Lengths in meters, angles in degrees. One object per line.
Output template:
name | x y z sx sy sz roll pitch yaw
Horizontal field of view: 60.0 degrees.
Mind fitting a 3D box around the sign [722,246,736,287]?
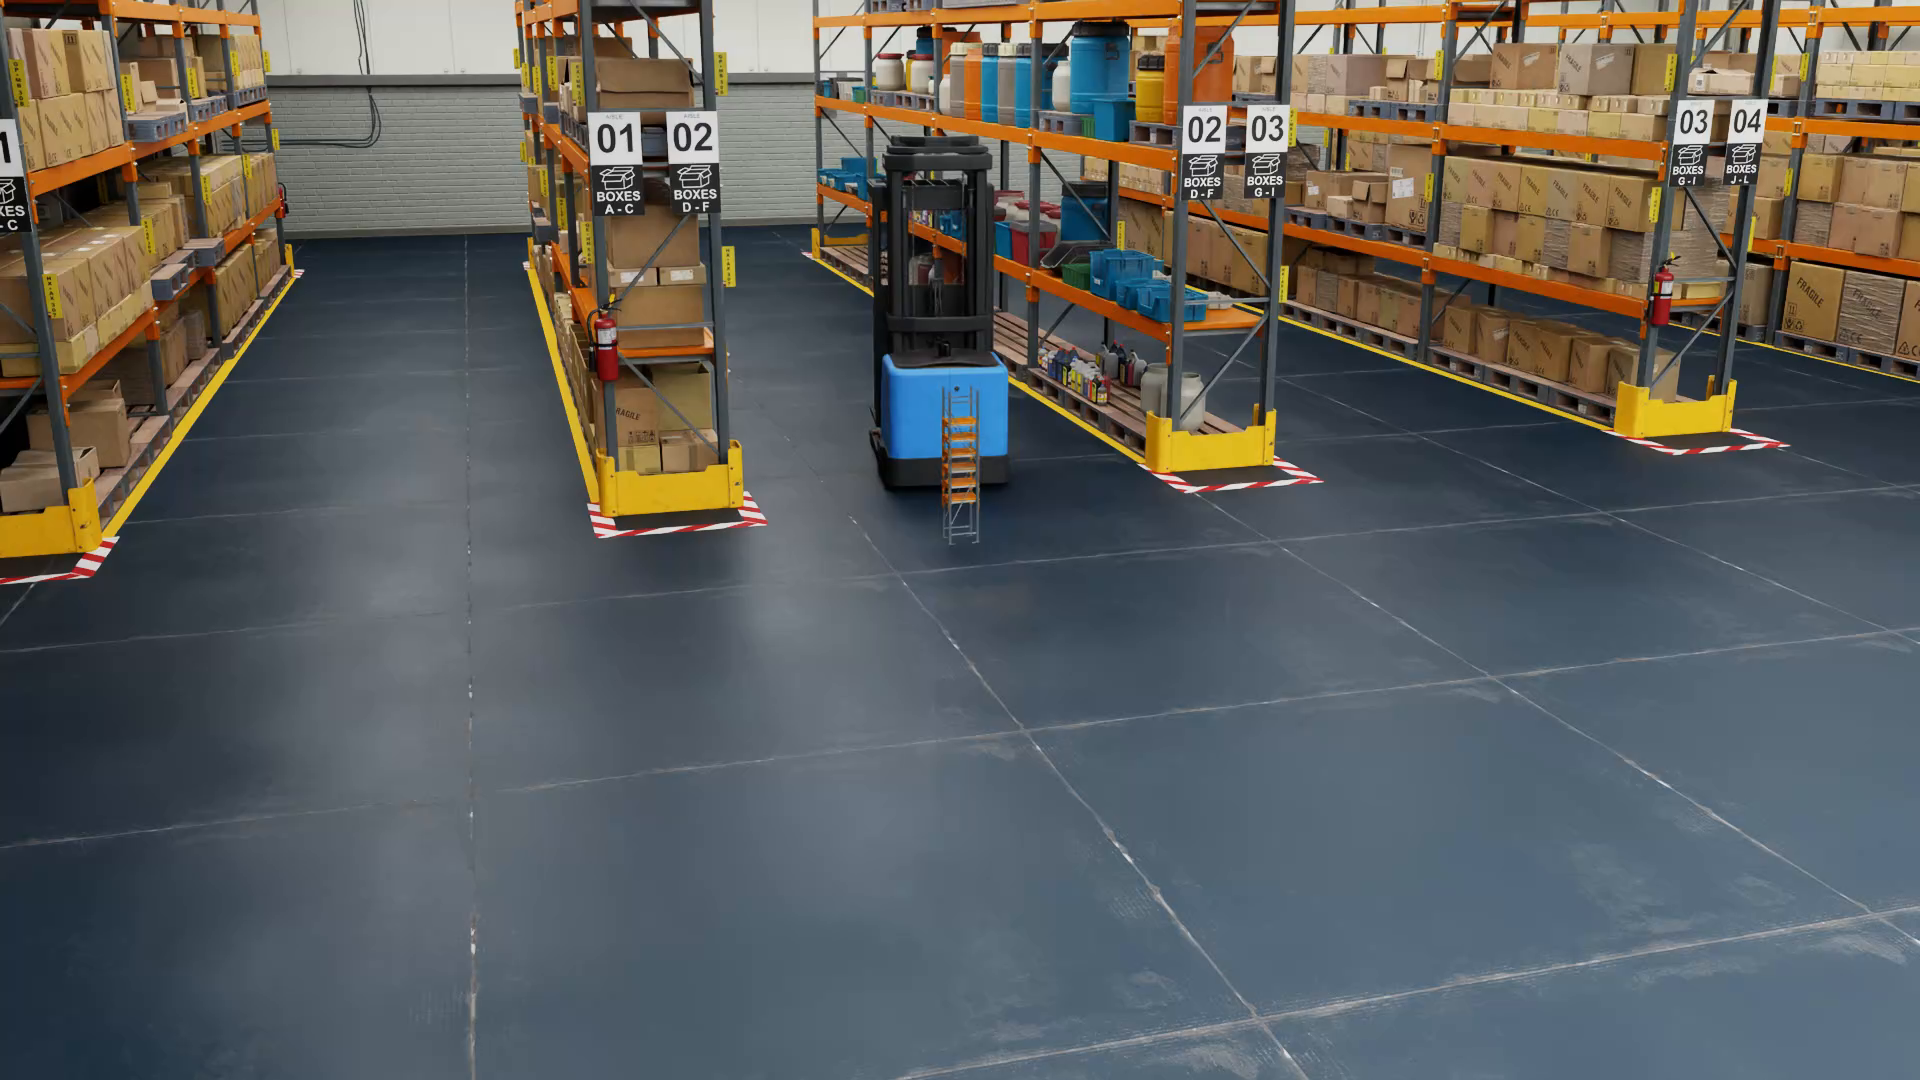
sign | -1.875 -2.216 13.474 0.100 0.325 0.005 -5 17 -15

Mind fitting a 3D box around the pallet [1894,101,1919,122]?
pallet | 11.360 -4.804 18.673 1.003 0.211 1.213 -5 17 -15

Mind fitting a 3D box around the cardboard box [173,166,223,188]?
cardboard box | -9.537 -4.533 20.801 0.500 0.250 0.500 -5 17 -15

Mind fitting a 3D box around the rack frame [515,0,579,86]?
rack frame | -6.807 -9.020 27.340 1.000 3.000 0.127 -5 17 -15

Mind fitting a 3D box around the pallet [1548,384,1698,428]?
pallet | 6.905 -1.417 17.302 1.003 0.211 1.213 -5 17 -15

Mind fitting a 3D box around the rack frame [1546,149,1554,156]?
rack frame | 12.247 -7.713 33.415 1.000 3.000 0.127 -5 17 -15

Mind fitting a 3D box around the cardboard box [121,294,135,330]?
cardboard box | -7.568 -1.990 14.588 0.500 0.250 0.500 -5 17 -16

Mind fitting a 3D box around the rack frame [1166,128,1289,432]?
rack frame | 2.353 -2.112 14.769 1.000 3.000 0.127 -5 17 -15

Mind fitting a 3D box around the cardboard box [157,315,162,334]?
cardboard box | -8.761 -2.275 17.590 0.500 0.250 0.500 -5 17 -17

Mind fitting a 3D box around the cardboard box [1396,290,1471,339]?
cardboard box | 5.868 -2.795 20.624 0.700 0.500 0.500 -6 18 -20

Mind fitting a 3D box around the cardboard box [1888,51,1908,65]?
cardboard box | 10.868 -5.512 19.021 0.380 0.149 0.250 -5 17 -15

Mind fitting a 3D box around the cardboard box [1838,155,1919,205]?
cardboard box | 11.144 -4.316 19.967 0.875 0.550 0.550 -5 17 -15

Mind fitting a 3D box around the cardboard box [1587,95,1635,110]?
cardboard box | 6.560 -4.406 16.758 0.380 0.149 0.250 -4 17 -15

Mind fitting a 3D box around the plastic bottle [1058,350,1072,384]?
plastic bottle | 1.129 -1.852 17.744 0.144 0.351 0.185 -5 18 -18

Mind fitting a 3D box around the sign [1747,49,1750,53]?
sign | 13.865 -8.487 29.332 0.100 0.325 0.005 -5 17 -15

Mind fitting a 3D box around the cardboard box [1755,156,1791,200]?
cardboard box | 10.671 -4.638 21.266 0.700 0.500 0.500 -5 17 -16

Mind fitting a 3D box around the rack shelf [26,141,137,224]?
rack shelf | -7.722 -2.974 13.676 1.077 0.370 4.000 -5 17 -15

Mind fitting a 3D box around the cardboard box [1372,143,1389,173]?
cardboard box | 7.813 -6.915 30.067 0.500 0.500 0.500 -5 17 -17

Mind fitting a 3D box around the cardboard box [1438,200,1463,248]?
cardboard box | 6.080 -3.671 19.269 0.875 0.500 0.500 -5 17 -15

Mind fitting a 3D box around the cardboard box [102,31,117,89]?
cardboard box | -7.873 -4.291 14.863 0.500 0.500 0.500 -6 18 -20

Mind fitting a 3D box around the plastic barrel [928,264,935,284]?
plastic barrel | -0.237 -3.618 23.376 0.421 0.512 0.421 0 17 0

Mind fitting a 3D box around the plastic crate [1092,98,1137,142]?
plastic crate | 1.540 -4.045 16.017 0.392 0.384 0.575 -5 17 -15

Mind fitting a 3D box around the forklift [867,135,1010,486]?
forklift | -0.270 -2.241 15.317 1.130 2.935 3.031 -2 17 -7

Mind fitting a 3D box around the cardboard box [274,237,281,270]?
cardboard box | -11.281 -4.573 26.576 0.700 0.500 0.500 -5 17 -15

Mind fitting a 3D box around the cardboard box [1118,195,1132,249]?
cardboard box | 3.221 -5.691 29.646 0.875 0.875 0.875 -5 17 -15

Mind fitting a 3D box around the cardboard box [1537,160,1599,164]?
cardboard box | 6.680 -3.900 18.293 0.500 0.500 0.500 -5 17 -15

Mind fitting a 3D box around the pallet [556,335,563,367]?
pallet | -4.420 -2.368 20.469 1.003 0.211 1.213 -5 17 -15

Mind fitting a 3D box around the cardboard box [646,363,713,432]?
cardboard box | -2.483 -1.269 14.709 0.500 0.500 0.500 -5 17 -15

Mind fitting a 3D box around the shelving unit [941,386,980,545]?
shelving unit | 0.004 -0.571 12.766 0.258 1.200 0.189 -5 17 -15

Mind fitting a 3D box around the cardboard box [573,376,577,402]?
cardboard box | -3.674 -1.560 16.981 0.500 0.250 0.500 -5 17 -15

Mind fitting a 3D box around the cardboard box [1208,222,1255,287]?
cardboard box | 4.510 -4.340 25.149 1.225 0.875 0.875 -5 17 -15

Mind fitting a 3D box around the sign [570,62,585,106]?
sign | -2.936 -3.505 12.792 0.100 0.325 0.005 -5 17 -15

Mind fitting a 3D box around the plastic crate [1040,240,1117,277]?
plastic crate | 1.276 -3.034 17.946 0.767 0.338 0.504 -5 17 -15

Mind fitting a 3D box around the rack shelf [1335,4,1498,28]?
rack shelf | 8.065 -9.267 29.418 1.077 0.370 4.000 -5 17 -15

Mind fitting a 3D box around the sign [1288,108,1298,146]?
sign | 2.883 -3.595 14.477 0.100 0.325 0.005 -5 17 -15

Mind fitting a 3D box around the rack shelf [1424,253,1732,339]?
rack shelf | 6.566 -2.712 18.018 1.077 0.370 4.000 -5 17 -15

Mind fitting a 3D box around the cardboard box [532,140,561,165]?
cardboard box | -6.096 -5.687 24.759 0.500 0.500 0.500 -5 17 -15

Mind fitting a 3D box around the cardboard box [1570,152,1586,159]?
cardboard box | 12.269 -7.468 32.424 0.500 0.500 0.500 -5 17 -16

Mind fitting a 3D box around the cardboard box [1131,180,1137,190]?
cardboard box | 3.136 -6.046 28.301 0.380 0.149 0.250 -4 17 -14

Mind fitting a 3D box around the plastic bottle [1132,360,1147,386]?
plastic bottle | 1.890 -1.782 17.639 0.152 0.276 0.135 -4 17 -14

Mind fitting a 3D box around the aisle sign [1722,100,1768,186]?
aisle sign | 7.421 -3.755 15.721 0.394 0.787 0.004 -5 17 -15

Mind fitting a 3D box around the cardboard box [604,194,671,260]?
cardboard box | -2.691 -2.681 14.233 0.700 0.500 0.500 -5 17 -17

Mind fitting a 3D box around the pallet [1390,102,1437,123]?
pallet | 5.949 -5.136 19.948 1.213 0.211 1.003 -5 17 -15

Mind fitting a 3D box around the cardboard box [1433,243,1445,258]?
cardboard box | 5.786 -3.407 19.515 0.380 0.149 0.250 -5 17 -15

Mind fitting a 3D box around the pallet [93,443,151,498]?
pallet | -7.714 -0.579 14.512 1.003 0.211 1.213 -5 17 -15

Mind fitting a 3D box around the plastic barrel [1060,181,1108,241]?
plastic barrel | 1.439 -3.589 18.816 0.600 0.901 0.708 -5 17 -15

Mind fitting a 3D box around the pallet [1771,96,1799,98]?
pallet | 13.907 -7.329 27.252 1.003 0.211 1.213 -4 17 -13

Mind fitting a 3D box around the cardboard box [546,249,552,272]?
cardboard box | -5.396 -3.845 22.816 0.500 0.250 0.500 -5 17 -16

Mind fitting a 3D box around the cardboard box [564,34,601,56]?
cardboard box | -4.723 -6.019 20.650 0.500 0.500 0.500 -5 17 -15

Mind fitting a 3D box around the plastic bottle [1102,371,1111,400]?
plastic bottle | 1.486 -1.576 16.941 0.061 0.283 0.133 -5 17 -15

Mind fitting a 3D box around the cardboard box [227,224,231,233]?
cardboard box | -9.798 -4.111 21.827 0.380 0.149 0.250 -5 17 -17

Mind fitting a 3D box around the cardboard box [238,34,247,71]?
cardboard box | -10.544 -6.982 23.821 0.500 0.500 0.500 -5 17 -16

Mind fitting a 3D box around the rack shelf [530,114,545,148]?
rack shelf | -5.159 -5.580 22.350 1.077 0.370 4.000 -5 17 -15

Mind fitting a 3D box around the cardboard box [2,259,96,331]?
cardboard box | -7.141 -1.919 13.049 0.500 0.500 0.500 -5 17 -15

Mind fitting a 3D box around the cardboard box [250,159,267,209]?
cardboard box | -11.008 -5.346 25.014 0.980 0.700 0.700 -6 18 -18

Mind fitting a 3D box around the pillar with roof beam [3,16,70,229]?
pillar with roof beam | -5.706 -6.327 18.374 9.100 9.000 0.400 -5 17 -15

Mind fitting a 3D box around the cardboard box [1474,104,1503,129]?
cardboard box | 6.044 -4.684 18.379 0.500 0.250 0.500 -5 17 -16

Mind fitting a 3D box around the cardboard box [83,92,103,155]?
cardboard box | -7.580 -3.518 14.027 0.500 0.500 0.500 -5 18 -17
